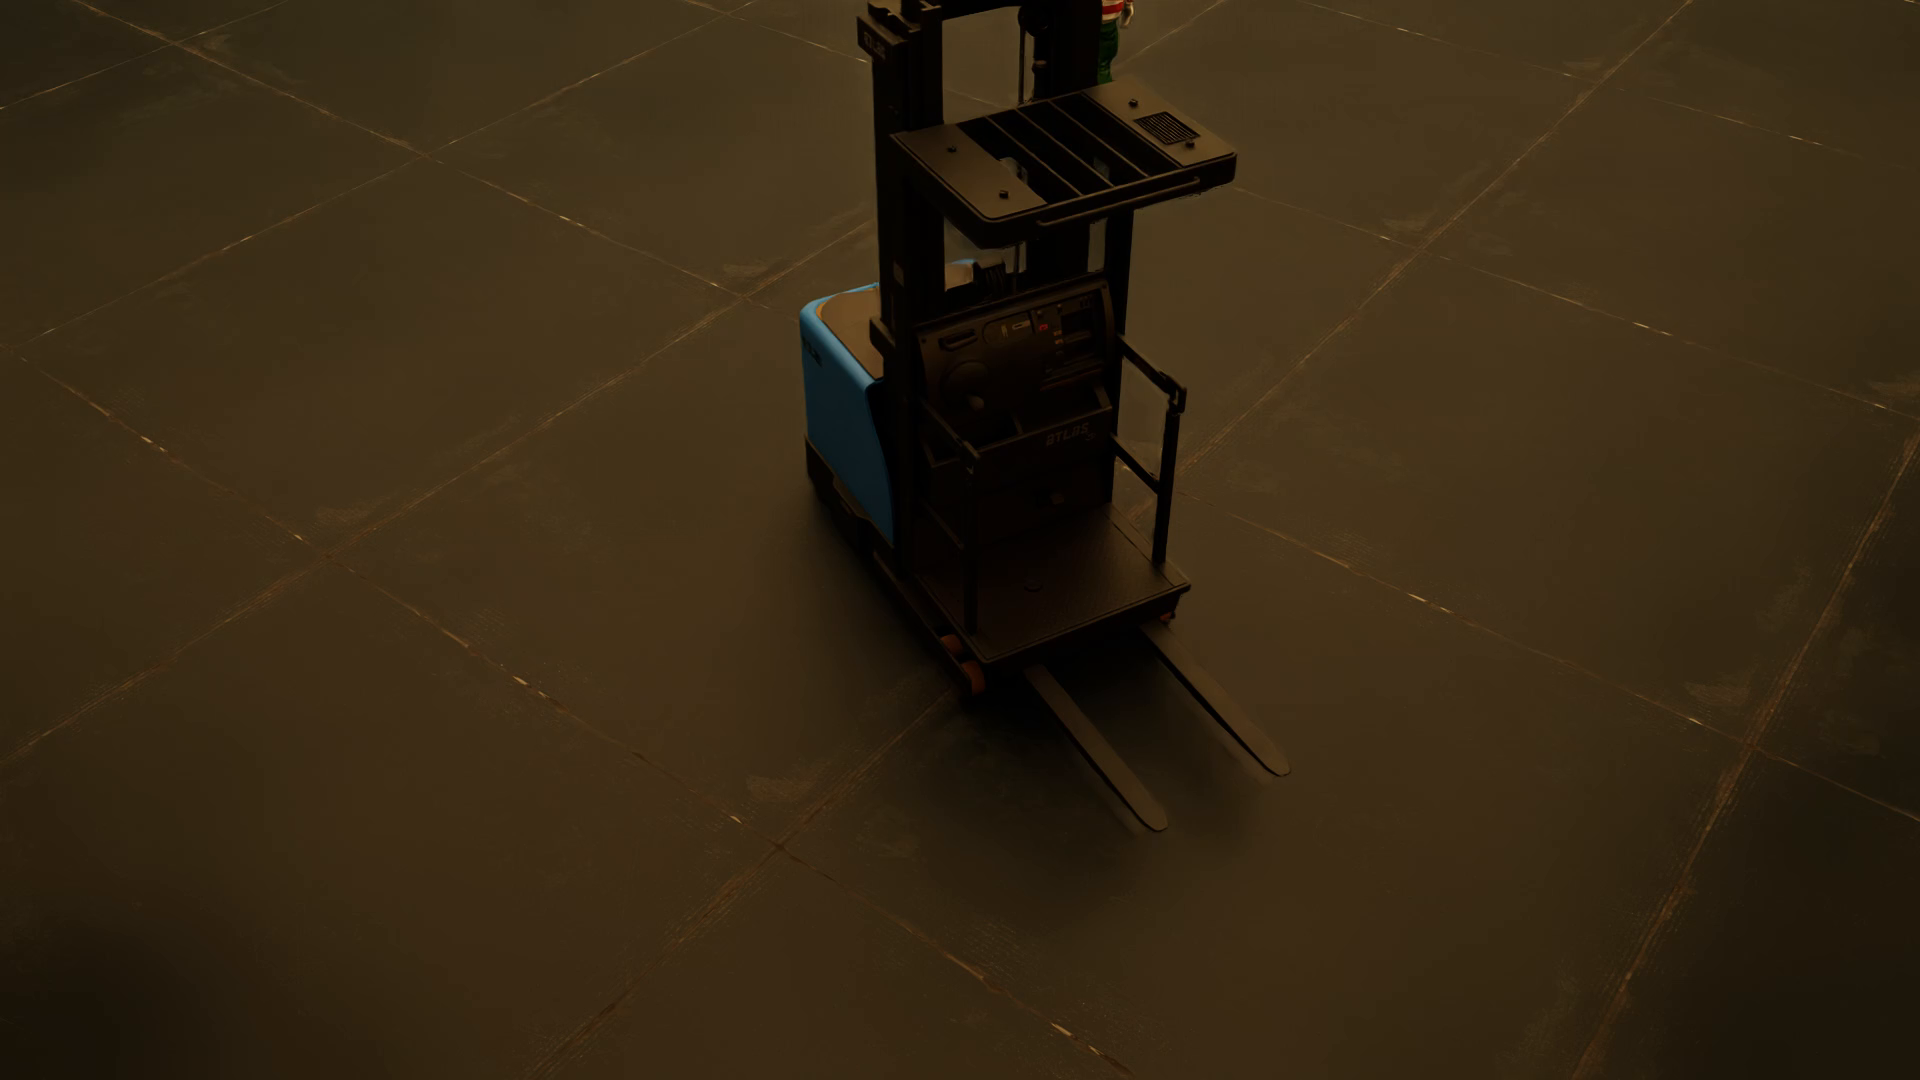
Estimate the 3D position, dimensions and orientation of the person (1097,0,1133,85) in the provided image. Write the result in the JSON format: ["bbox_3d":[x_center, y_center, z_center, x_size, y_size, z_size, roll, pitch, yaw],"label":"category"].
[{"bbox_3d":[0.859,-3.527,11.156,0.647,1.824,0.506,-10,41,-11],"label":"person"}]

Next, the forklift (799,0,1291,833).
[{"bbox_3d":[0.353,-0.747,6.950,1.130,2.935,3.031,-19,44,-21],"label":"forklift"}]
